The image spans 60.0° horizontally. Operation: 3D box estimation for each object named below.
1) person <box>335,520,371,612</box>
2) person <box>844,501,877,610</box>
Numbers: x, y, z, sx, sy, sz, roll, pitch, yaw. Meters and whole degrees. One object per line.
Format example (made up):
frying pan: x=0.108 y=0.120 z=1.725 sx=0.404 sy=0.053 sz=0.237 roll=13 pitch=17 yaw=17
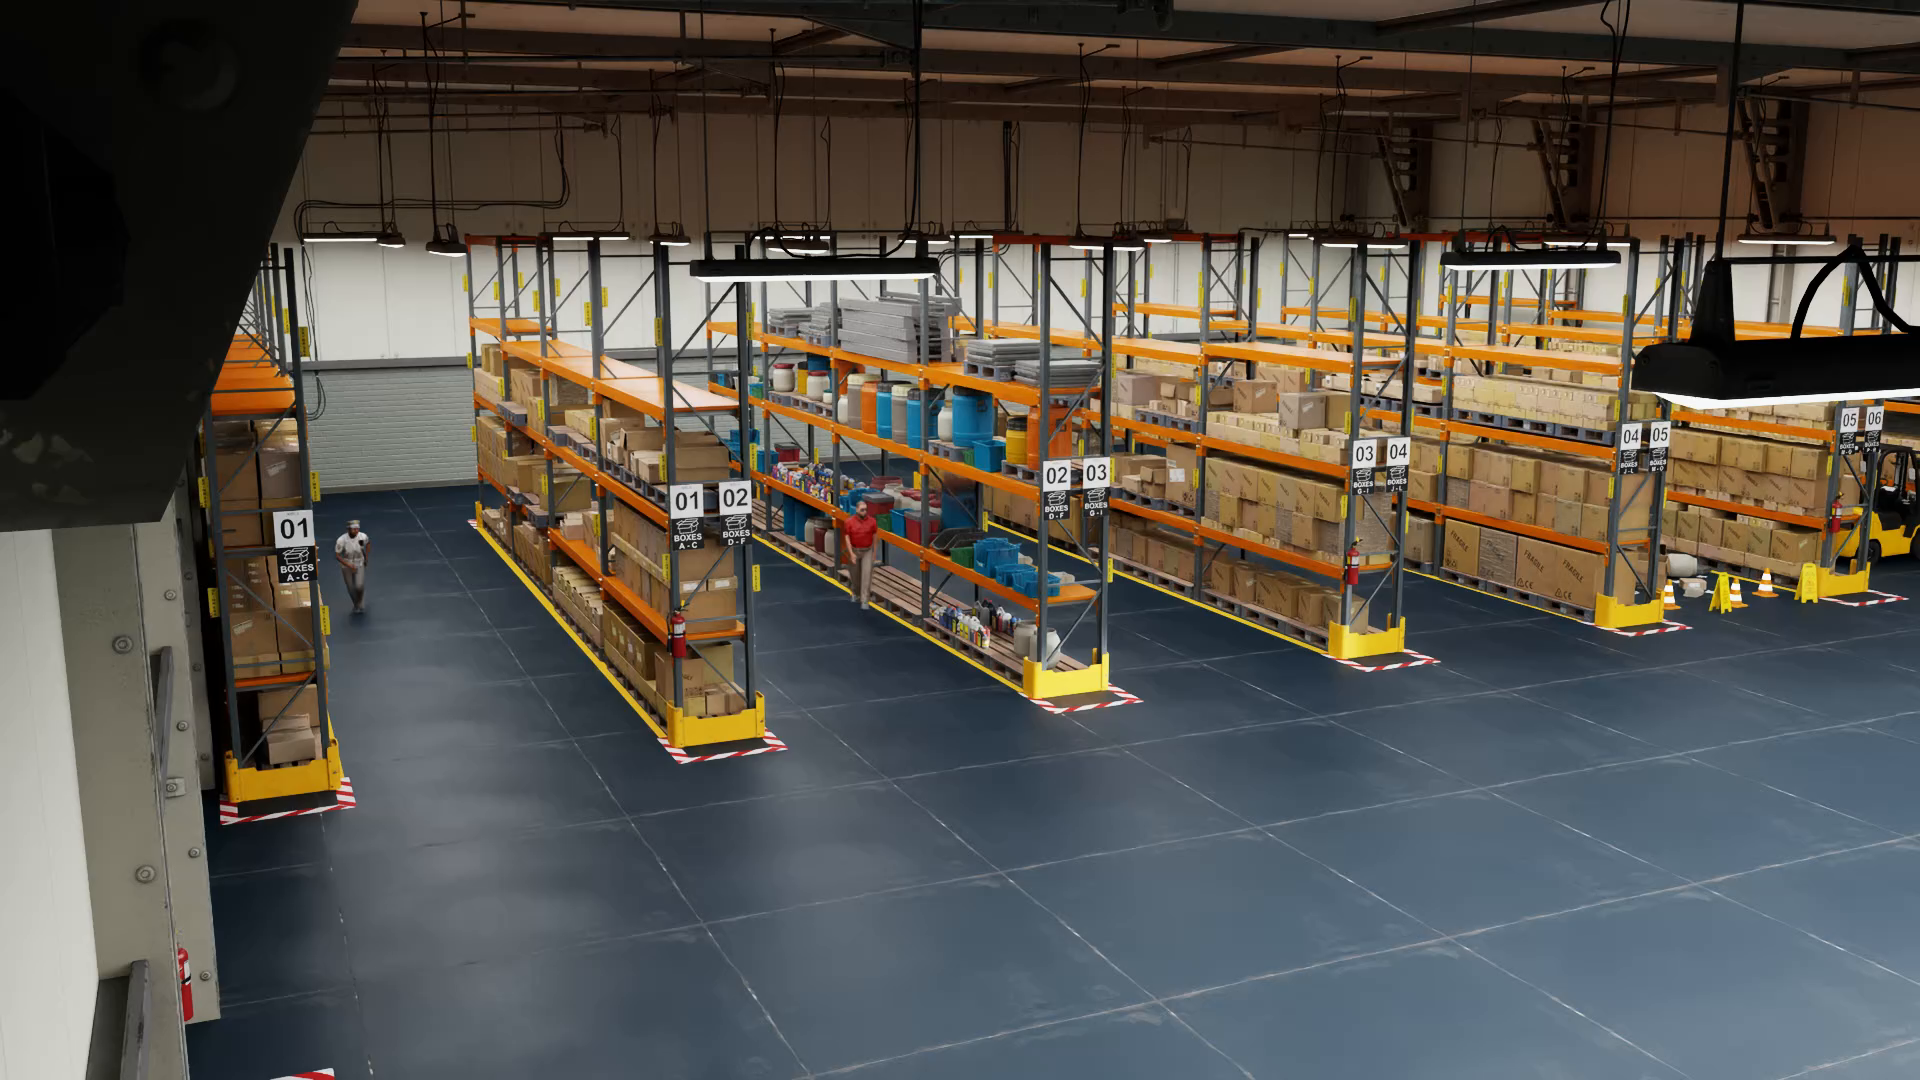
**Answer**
person: x=-9.771 y=0.417 z=26.817 sx=0.527 sy=1.591 sz=0.729 roll=-3 pitch=11 yaw=-14
person: x=-1.553 y=0.225 z=26.096 sx=0.529 sy=1.688 sz=1.065 roll=-1 pitch=11 yaw=-4
